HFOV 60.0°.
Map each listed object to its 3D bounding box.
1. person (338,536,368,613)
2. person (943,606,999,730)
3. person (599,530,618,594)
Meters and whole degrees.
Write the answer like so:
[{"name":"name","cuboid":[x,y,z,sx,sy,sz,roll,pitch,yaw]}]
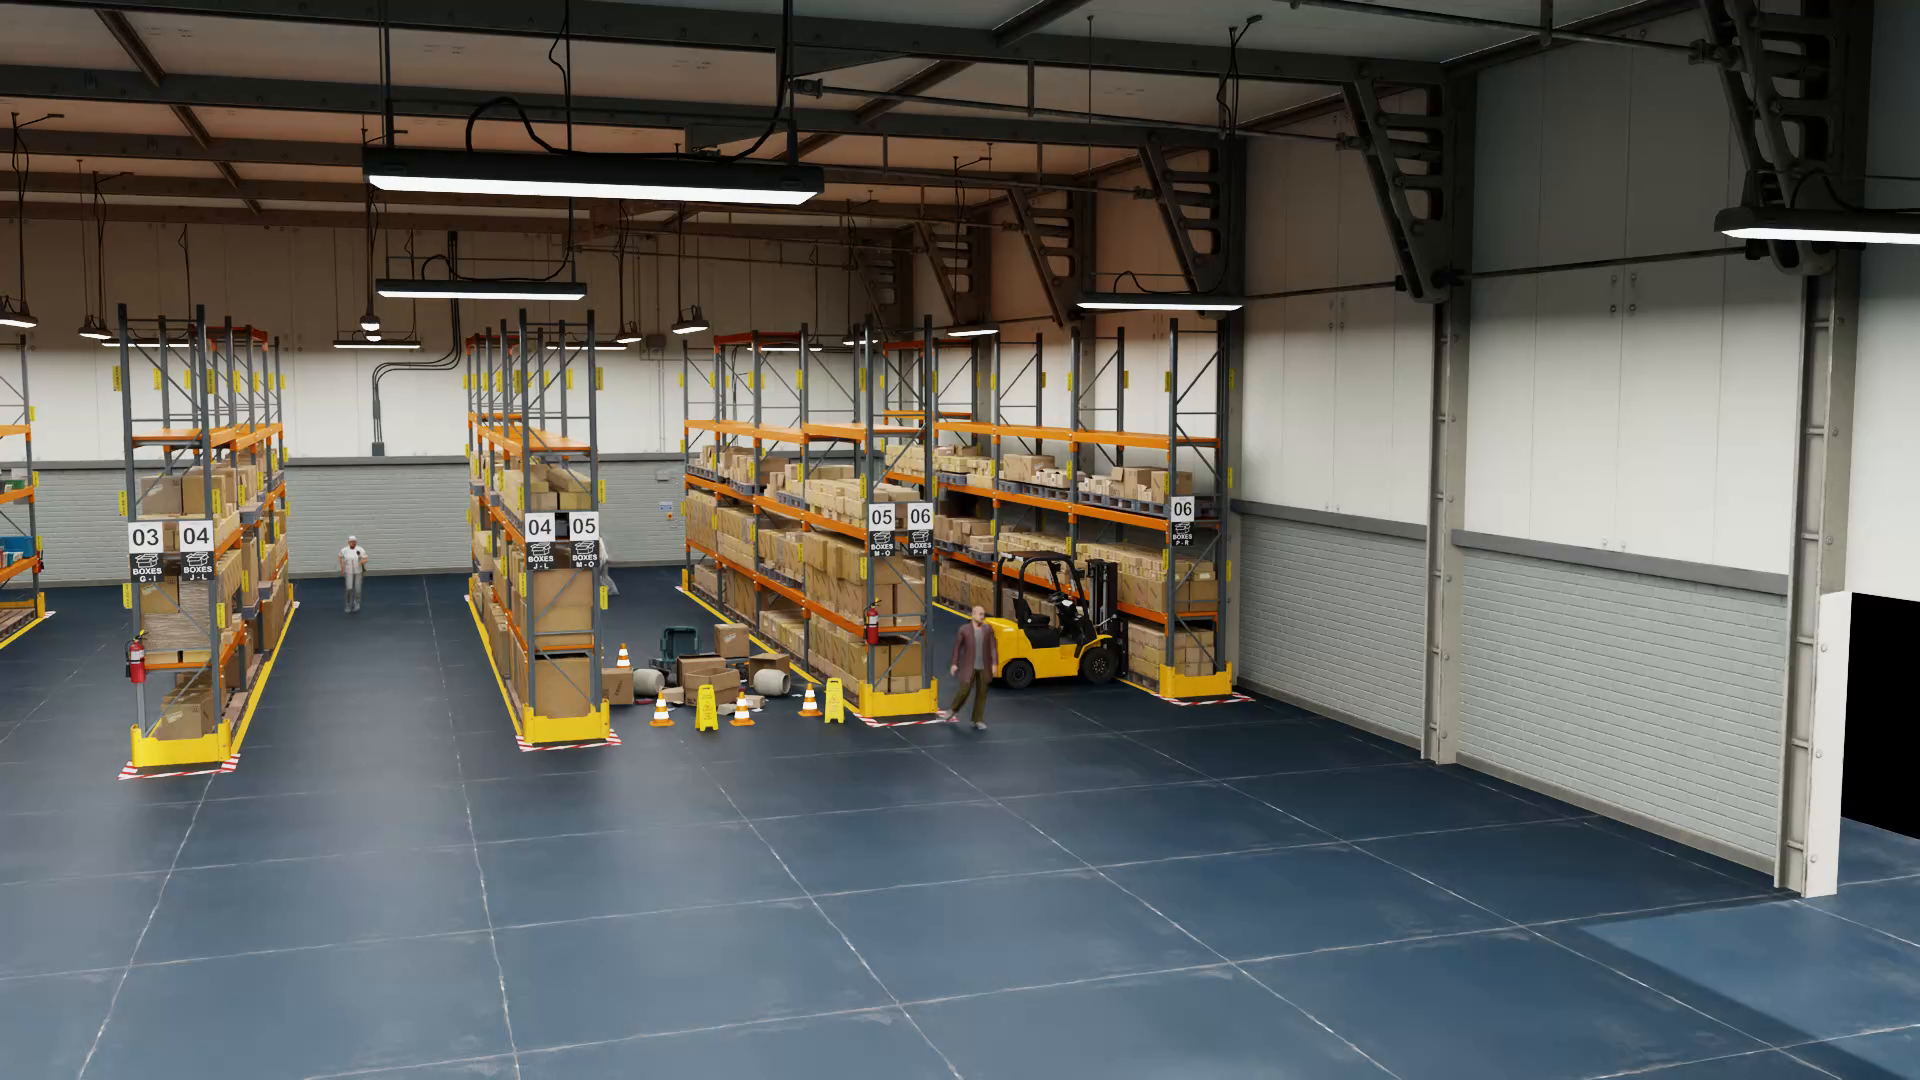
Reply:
[{"name":"person","cuboid":[-13.212,0.751,36.256,0.612,1.702,0.715,-2,6,-21]},{"name":"person","cuboid":[0.155,1.836,24.097,0.747,1.770,0.613,-2,6,-16]},{"name":"person","cuboid":[-8.416,0.491,39.180,0.679,1.577,0.400,1,5,5]}]
